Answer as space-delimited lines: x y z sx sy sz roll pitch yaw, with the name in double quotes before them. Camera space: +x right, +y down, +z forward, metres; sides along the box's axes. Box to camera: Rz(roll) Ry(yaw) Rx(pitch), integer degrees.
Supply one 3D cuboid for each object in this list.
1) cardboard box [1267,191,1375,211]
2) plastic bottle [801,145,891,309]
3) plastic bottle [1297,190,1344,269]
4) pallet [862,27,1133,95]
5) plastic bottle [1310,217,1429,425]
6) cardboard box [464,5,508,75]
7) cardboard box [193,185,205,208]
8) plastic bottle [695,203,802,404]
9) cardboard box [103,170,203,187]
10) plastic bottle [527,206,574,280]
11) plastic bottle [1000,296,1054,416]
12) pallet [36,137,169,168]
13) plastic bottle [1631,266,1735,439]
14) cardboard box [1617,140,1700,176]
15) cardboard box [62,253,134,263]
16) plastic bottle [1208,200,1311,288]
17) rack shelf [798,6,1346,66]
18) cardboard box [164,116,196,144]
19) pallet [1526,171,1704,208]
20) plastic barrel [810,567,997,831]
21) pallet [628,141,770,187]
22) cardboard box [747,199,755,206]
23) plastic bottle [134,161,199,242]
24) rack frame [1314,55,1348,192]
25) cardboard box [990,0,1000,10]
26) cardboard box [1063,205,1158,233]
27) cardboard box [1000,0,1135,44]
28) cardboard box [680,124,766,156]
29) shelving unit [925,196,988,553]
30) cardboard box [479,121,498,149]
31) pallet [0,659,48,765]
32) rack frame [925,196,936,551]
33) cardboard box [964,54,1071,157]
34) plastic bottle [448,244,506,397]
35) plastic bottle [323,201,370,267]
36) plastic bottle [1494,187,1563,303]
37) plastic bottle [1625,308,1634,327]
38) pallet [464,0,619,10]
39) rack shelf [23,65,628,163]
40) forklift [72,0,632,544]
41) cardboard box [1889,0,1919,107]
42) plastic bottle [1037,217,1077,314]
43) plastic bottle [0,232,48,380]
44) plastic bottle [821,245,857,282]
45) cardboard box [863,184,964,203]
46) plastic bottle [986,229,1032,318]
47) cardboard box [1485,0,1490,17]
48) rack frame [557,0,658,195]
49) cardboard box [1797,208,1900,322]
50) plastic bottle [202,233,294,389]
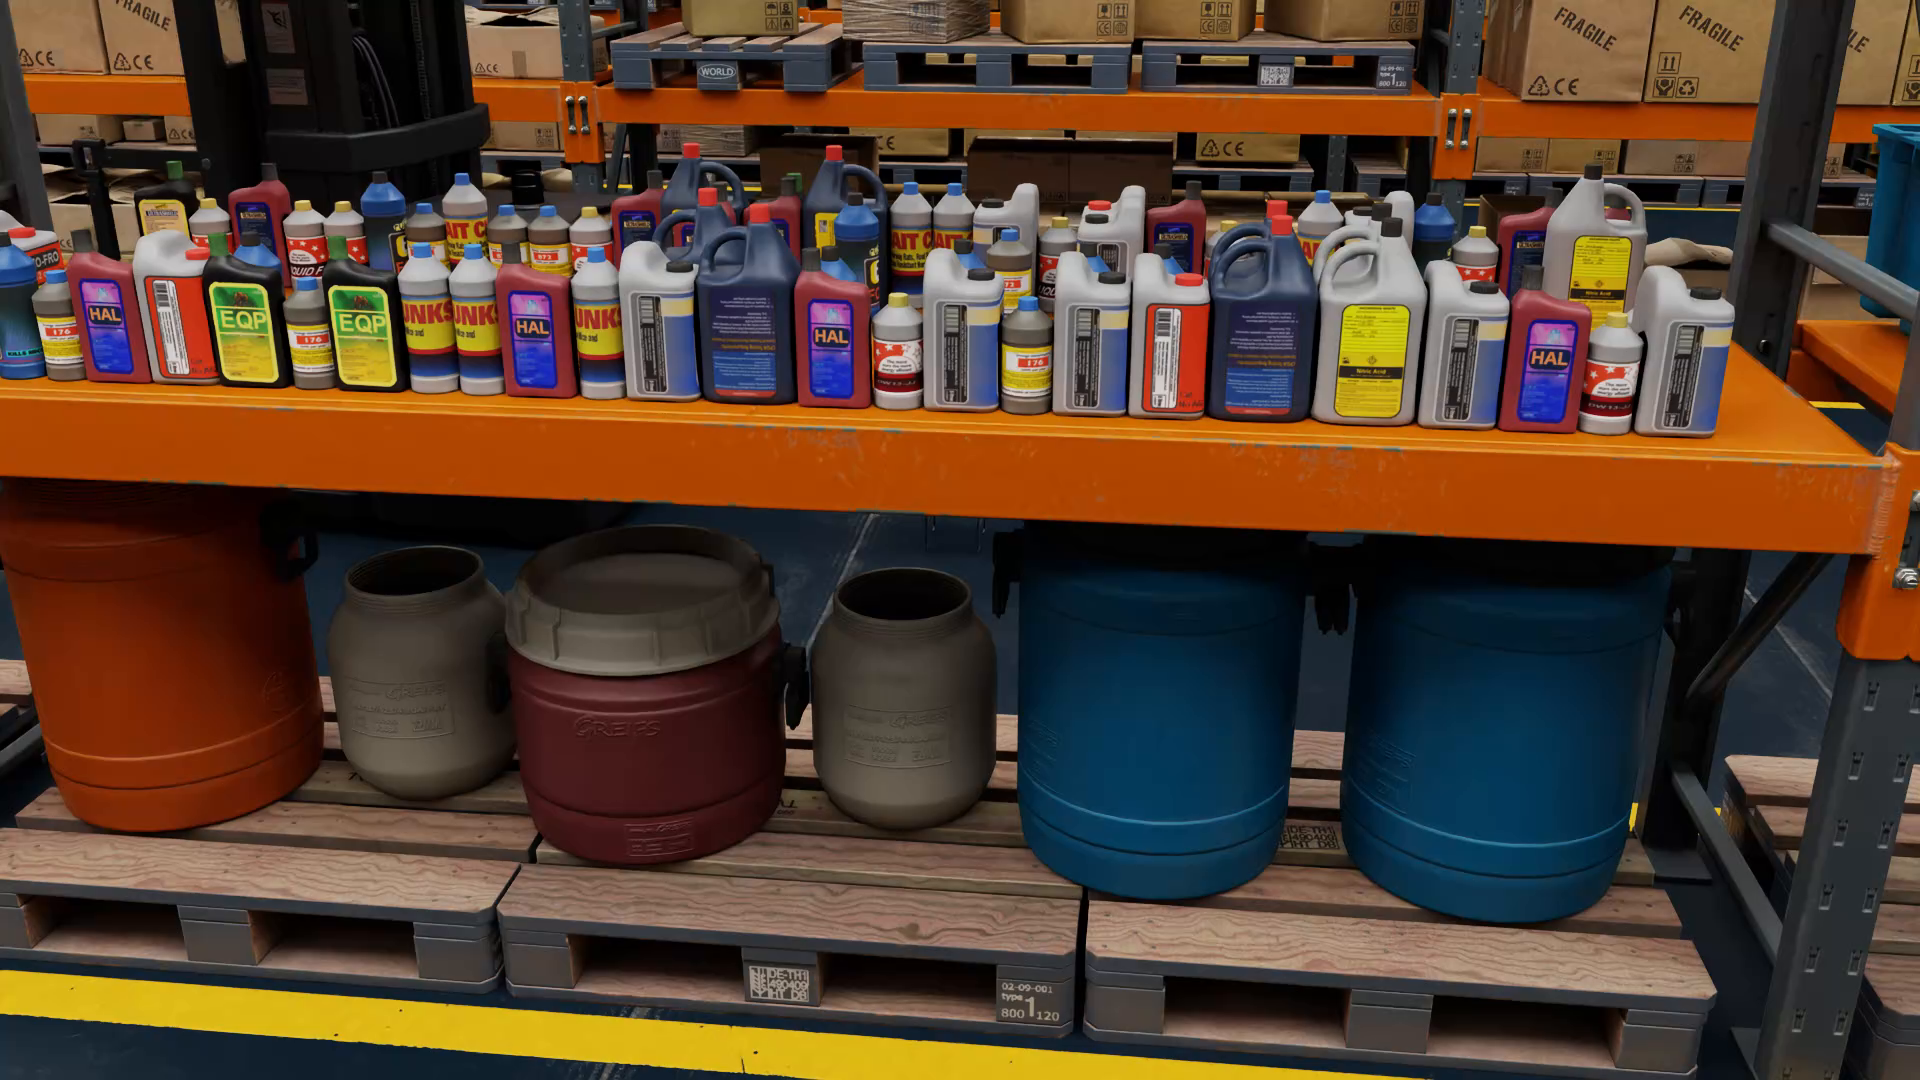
"cardboard box" 1.800 -1.448 8.324 0.500 0.500 0.500 2 22 4
"plastic bottle" -0.251 -0.691 3.674 0.185 0.351 0.144 2 22 6
"plastic bottle" 0.775 -0.618 3.598 0.097 0.271 0.097 0 22 0
"pallet" 0.212 -2.297 7.932 1.213 0.211 1.003 2 22 6
"plastic bottle" 0.714 -0.385 2.901 0.185 0.351 0.144 2 22 6
"cardboard box" -2.585 -2.537 8.399 0.500 0.311 0.500 2 22 6
"cardboard box" -3.784 -1.645 8.426 0.500 0.311 0.500 3 22 8
"plastic bottle" -0.380 -0.433 3.022 0.185 0.351 0.144 2 22 6
"cardboard box" -4.244 -1.864 8.981 0.500 0.311 0.500 2 22 6
"plastic bottle" -0.933 -0.660 3.799 0.097 0.201 0.097 0 22 0
"plastic bottle" 0.120 -0.333 2.972 0.097 0.201 0.097 0 22 0
"pallet" -6.999 -3.222 13.803 1.213 0.211 1.003 2 22 6
"plastic bottle" 1.236 -0.329 2.861 0.135 0.276 0.152 2 22 6
"cardboard box" 5.100 -3.002 12.281 0.500 0.500 0.700 2 22 5
"cardboard box" -4.299 -1.407 8.587 0.500 0.250 0.500 2 22 5
"plastic bottle" 0.548 -0.446 3.055 0.185 0.351 0.144 2 22 6
"rack shelf" 0.845 -3.857 12.594 4.000 0.370 1.077 2 22 6
"cardboard box" -6.148 -3.523 13.574 0.500 0.500 0.500 1 22 2
"pallet" 4.792 -2.695 12.469 1.213 0.211 1.003 2 22 6
"plastic barrel" -0.126 0.356 3.771 0.421 0.512 0.421 0 22 0
"pallet" -1.917 -3.016 13.280 1.213 0.211 1.003 2 22 6
"cardboard box" -1.302 -1.387 8.170 0.500 0.500 0.500 3 22 9
"plastic bottle" -1.855 -0.745 3.903 0.133 0.283 0.061 2 22 6
"rack frame" 2.831 -4.105 12.243 0.127 3.000 1.000 2 22 6
"cardboard box" 0.185 -4.041 12.396 0.250 0.149 0.380 3 22 7
"cardboard box" 0.740 -1.301 7.953 0.500 0.500 0.500 3 22 7
"cardboard box" 0.490 -2.592 7.709 0.500 0.500 0.700 -3 22 -7
"cardboard box" -1.862 -3.332 13.090 0.500 0.500 0.700 3 22 7
"shelving unit" -0.014 -0.559 5.721 0.189 1.200 0.258 2 22 6
"cardboard box" -3.861 -3.463 13.422 0.500 0.500 0.700 2 22 5
"pallet" -3.071 0.588 4.165 1.213 0.211 1.003 2 22 6
"rack frame" -0.105 -0.563 5.731 0.006 1.200 0.240 2 22 6
"cardboard box" 0.443 -3.354 12.695 0.750 0.750 0.750 2 22 6
"plastic bottle" -0.885 -0.409 3.070 0.097 0.271 0.097 0 22 0
"plastic bottle" -1.417 -0.681 3.852 0.097 0.201 0.097 0 22 0
"plastic bottle" 1.219 -0.611 3.564 0.133 0.283 0.061 2 22 6
"plastic bottle" 1.232 -0.341 2.992 0.097 0.201 0.097 0 22 0
"pallet" -3.111 -4.259 12.895 1.213 0.211 1.003 2 22 6
"rack shelf" -3.706 -2.221 8.457 4.000 0.370 1.077 2 22 6
"forklift" -2.623 -1.629 6.074 3.031 2.935 1.130 5 22 13
"cardboard box" 4.237 -2.156 7.178 0.500 0.500 0.500 2 22 6
"plastic bottle" 0.219 -0.610 3.672 0.097 0.201 0.097 0 22 0
"plastic bottle" -1.803 -0.449 3.171 0.097 0.271 0.097 0 22 0
"plastic bottle" -0.235 -0.403 3.055 0.097 0.271 0.097 0 22 0
"cardboard box" -0.250 -1.534 8.542 0.500 0.500 0.500 2 22 4
"plastic bottle" 0.105 -0.558 3.542 0.097 0.201 0.097 0 22 0
"cardboard box" 4.092 -4.181 12.028 0.700 0.700 0.980 2 22 5
"rack frame" -1.720 -2.469 8.106 0.127 3.000 1.000 2 22 6
"cardboard box" 4.118 -1.260 7.845 0.637 0.503 0.797 2 22 6
"plastic bottle" -1.328 -0.427 3.100 0.133 0.283 0.061 2 22 6
